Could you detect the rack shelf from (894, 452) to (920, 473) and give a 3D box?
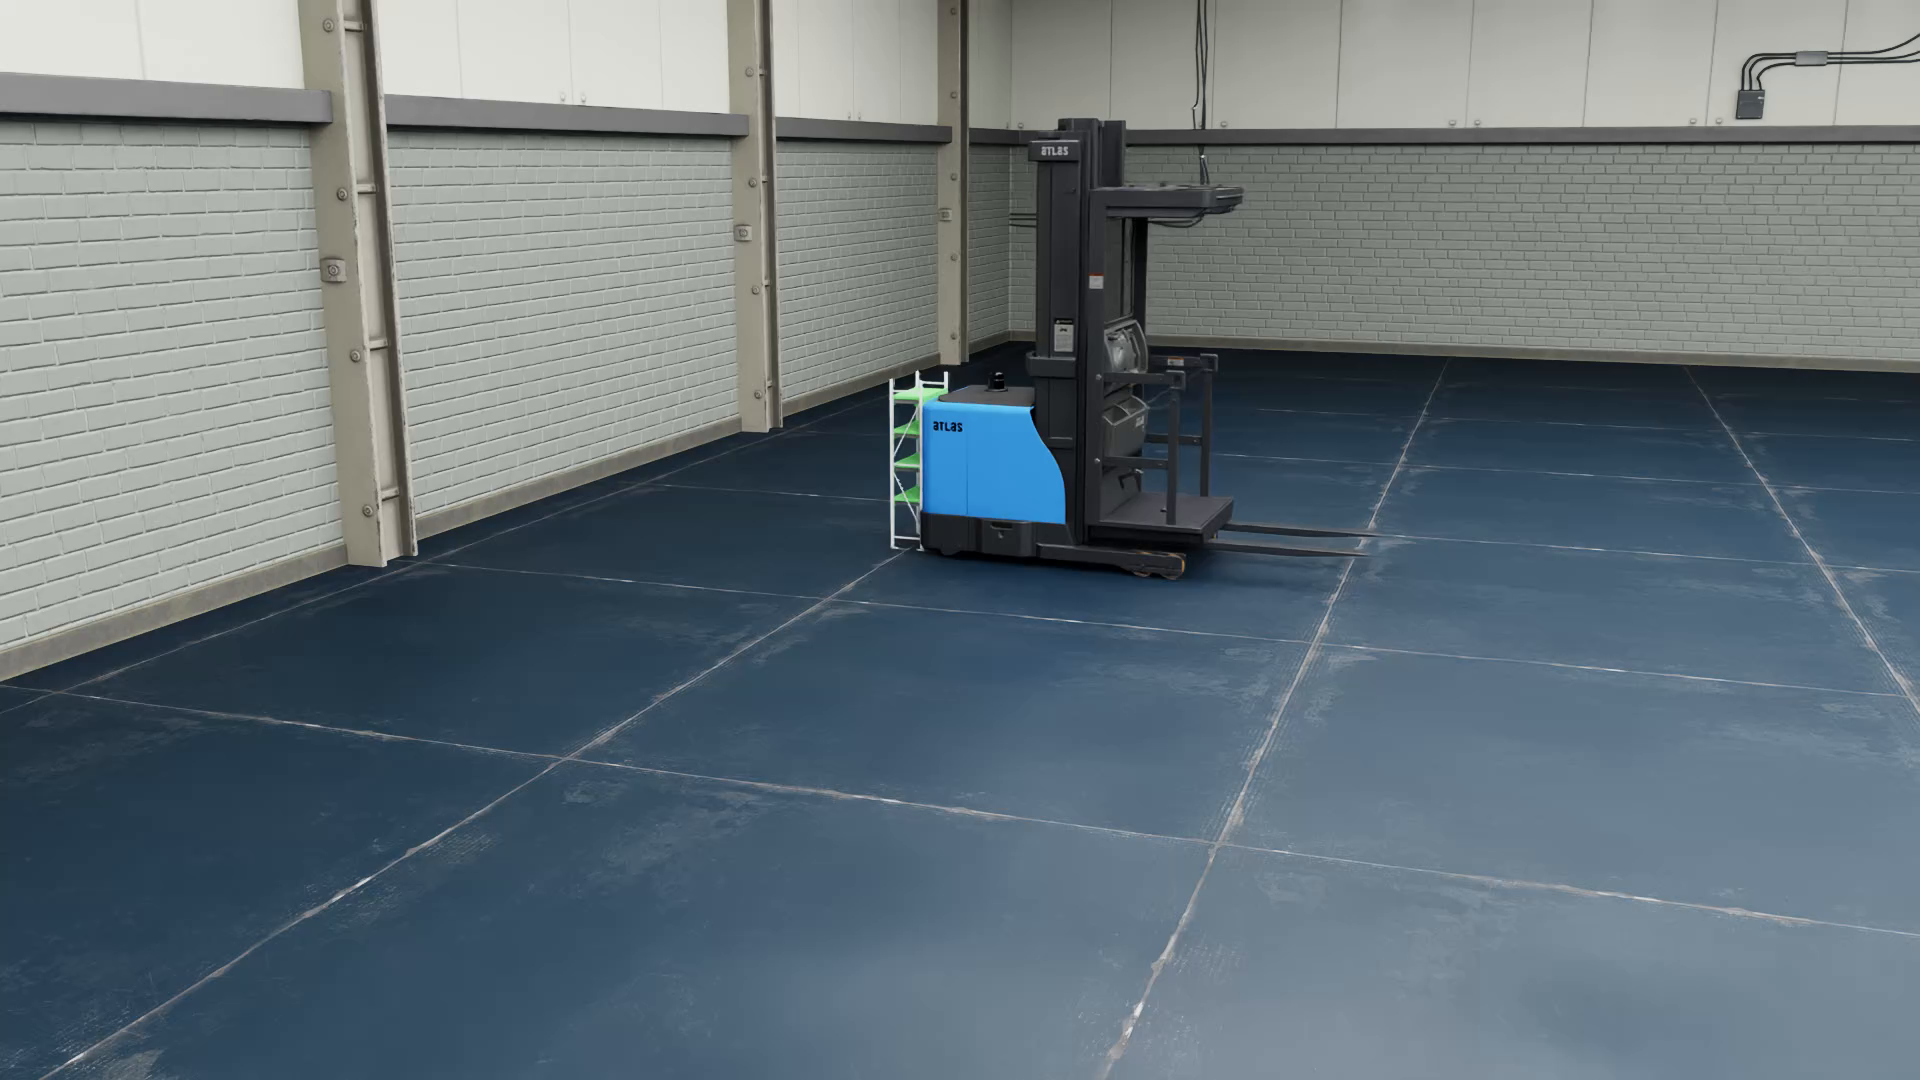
[{"bbox_3d":[-0.288,-0.508,11.803,0.258,0.148,0.480,5,14,20],"label":"rack shelf"}]

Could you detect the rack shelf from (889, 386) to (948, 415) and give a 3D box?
[{"bbox_3d":[-0.288,-0.976,11.696,0.258,0.148,0.480,5,14,20],"label":"rack shelf"}]

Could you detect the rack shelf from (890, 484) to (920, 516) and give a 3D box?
[{"bbox_3d":[-0.288,-0.274,11.857,0.258,0.148,0.480,5,14,20],"label":"rack shelf"}]

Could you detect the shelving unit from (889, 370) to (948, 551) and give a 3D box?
[{"bbox_3d":[-0.288,-0.570,11.789,0.258,1.200,0.503,5,14,20],"label":"shelving unit"}]

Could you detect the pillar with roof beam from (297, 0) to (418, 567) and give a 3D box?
[{"bbox_3d":[0.103,-3.947,9.059,9.100,9.000,0.400,4,14,18],"label":"pillar with roof beam"}]

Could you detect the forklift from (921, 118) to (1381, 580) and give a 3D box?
[{"bbox_3d":[1.299,-1.304,11.116,3.031,2.935,1.130,5,14,20],"label":"forklift"}]

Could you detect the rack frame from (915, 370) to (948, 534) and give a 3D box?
[{"bbox_3d":[-0.204,-0.621,12.012,0.240,1.200,0.015,5,14,20],"label":"rack frame"}]

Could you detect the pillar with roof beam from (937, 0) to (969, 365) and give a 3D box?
[{"bbox_3d":[3.986,-6.474,20.129,9.100,9.000,0.400,4,14,18],"label":"pillar with roof beam"}]

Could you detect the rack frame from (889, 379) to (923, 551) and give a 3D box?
[{"bbox_3d":[-0.372,-0.519,11.566,0.240,1.200,0.015,5,14,20],"label":"rack frame"}]

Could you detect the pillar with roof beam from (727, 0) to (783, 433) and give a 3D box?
[{"bbox_3d":[2.045,-5.211,14.594,9.100,9.000,0.400,4,14,18],"label":"pillar with roof beam"}]

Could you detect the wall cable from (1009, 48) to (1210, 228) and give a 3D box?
[{"bbox_3d":[2.117,-5.795,24.133,3.097,2.526,0.112,4,14,18],"label":"wall cable"}]

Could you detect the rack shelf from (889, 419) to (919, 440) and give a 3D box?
[{"bbox_3d":[-0.288,-0.742,11.750,0.258,0.148,0.480,5,14,20],"label":"rack shelf"}]

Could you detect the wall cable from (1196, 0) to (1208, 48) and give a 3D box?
[{"bbox_3d":[4.677,-8.062,22.717,3.097,2.526,0.112,4,14,18],"label":"wall cable"}]

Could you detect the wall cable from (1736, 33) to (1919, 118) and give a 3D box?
[{"bbox_3d":[11.095,-8.280,20.400,2.305,6.003,0.169,4,14,18],"label":"wall cable"}]
